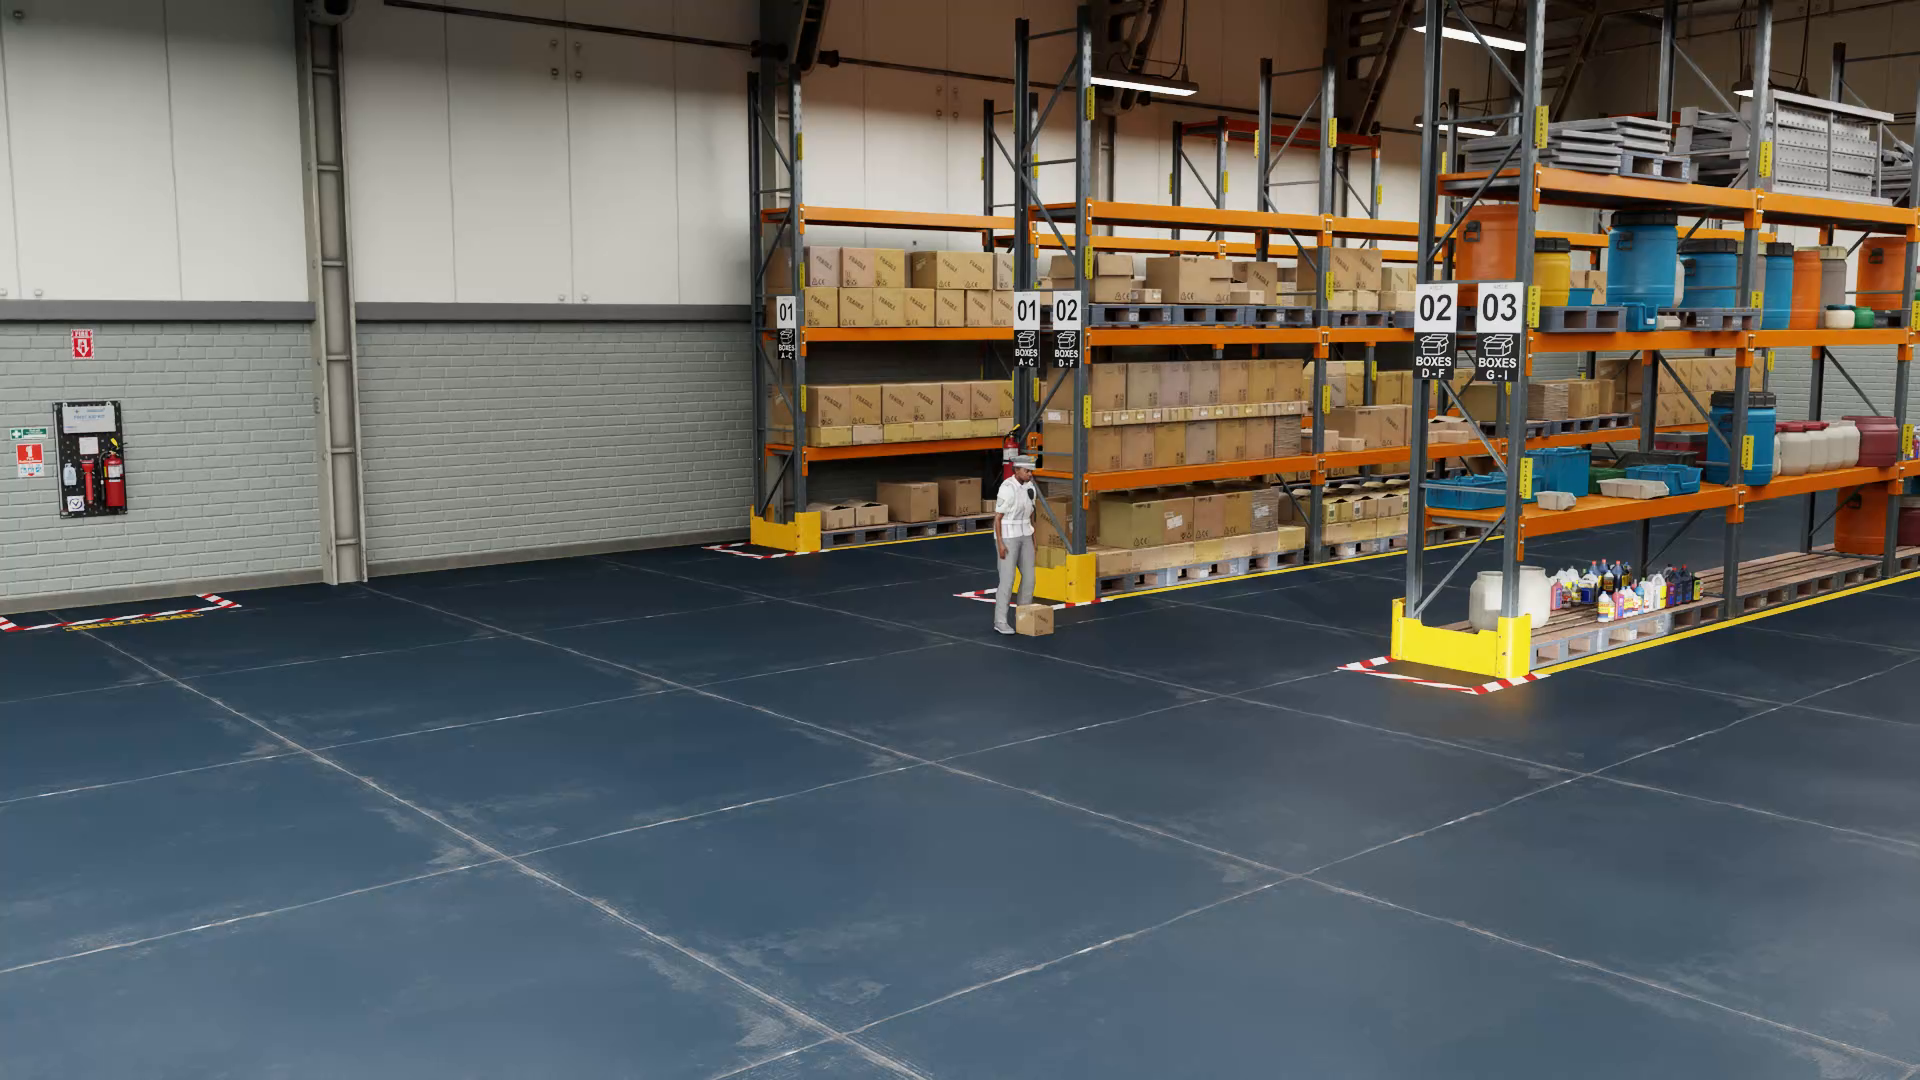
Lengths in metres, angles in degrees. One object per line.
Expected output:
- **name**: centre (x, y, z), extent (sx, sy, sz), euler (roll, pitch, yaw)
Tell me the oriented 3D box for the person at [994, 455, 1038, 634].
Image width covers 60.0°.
- **person**: centre (0.537, 0.028, 15.589), extent (0.504, 1.657, 0.423), euler (-7, 10, -42)
